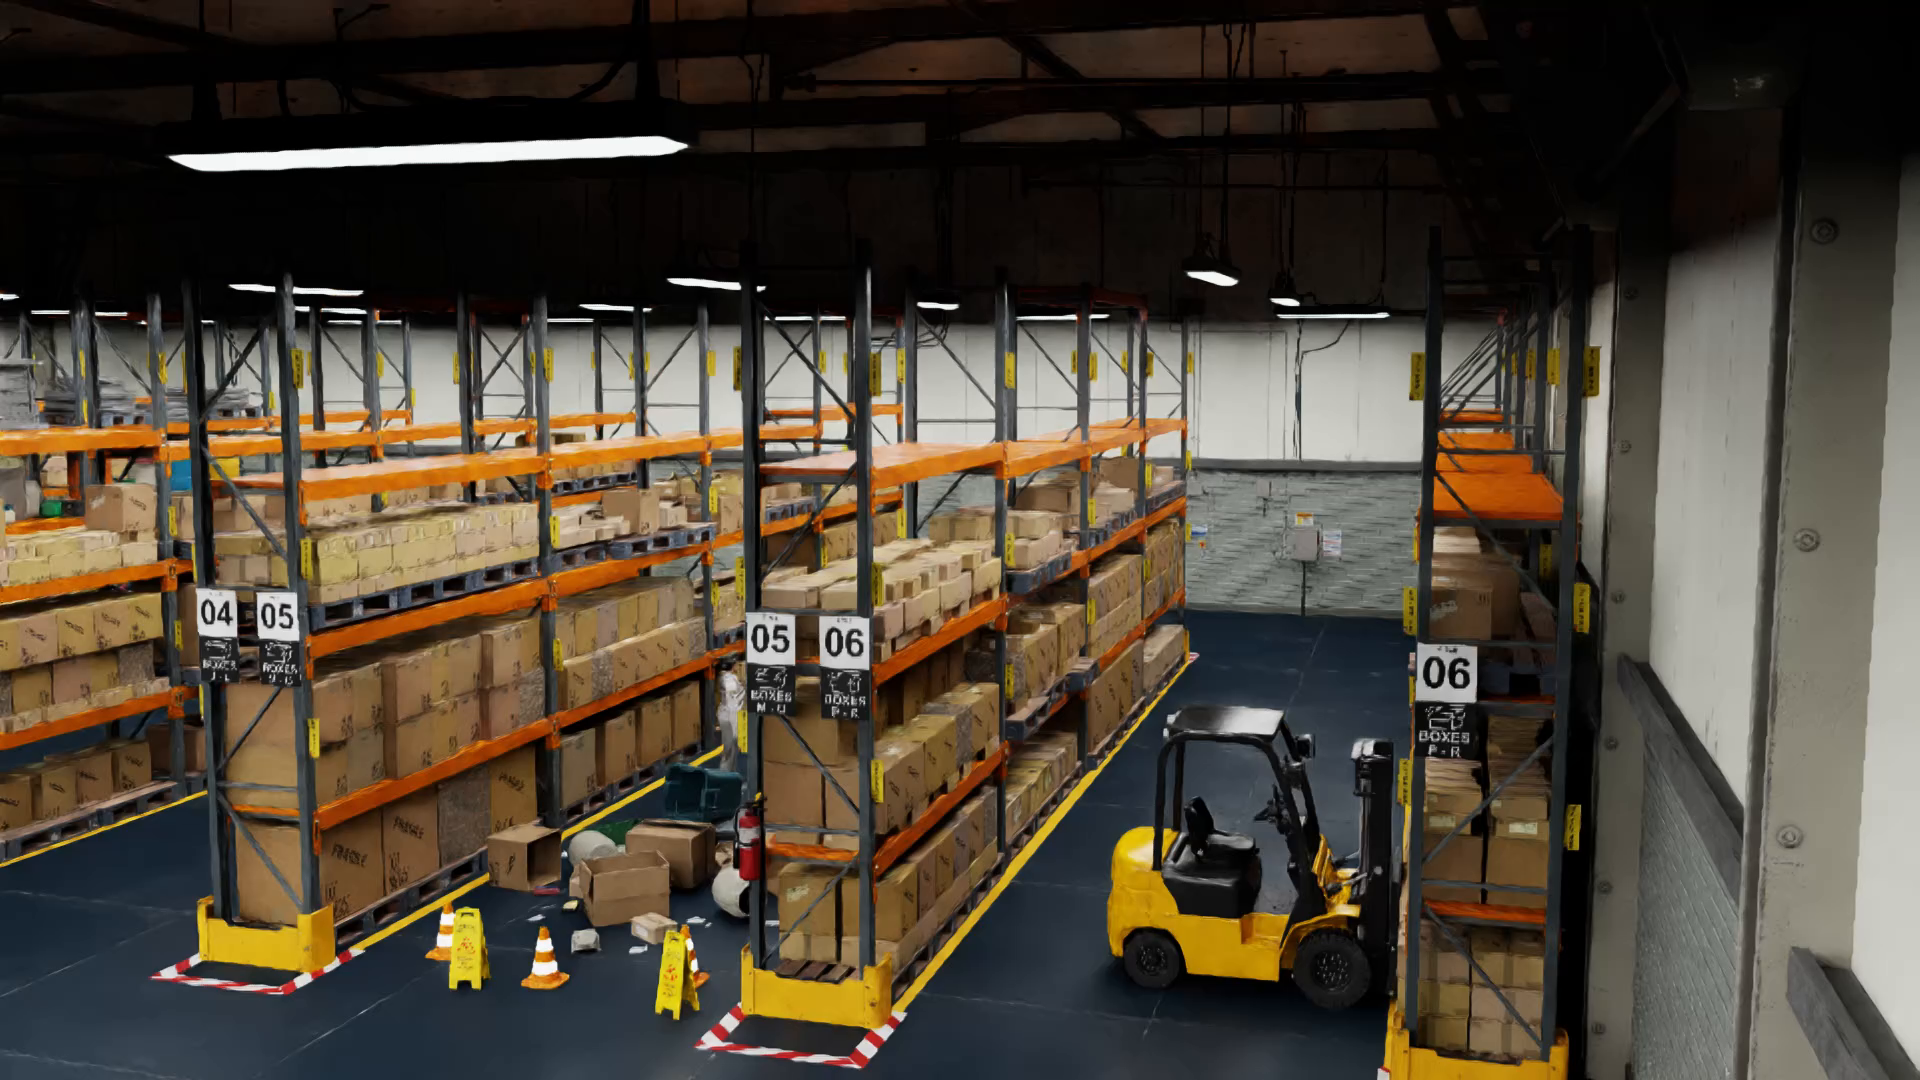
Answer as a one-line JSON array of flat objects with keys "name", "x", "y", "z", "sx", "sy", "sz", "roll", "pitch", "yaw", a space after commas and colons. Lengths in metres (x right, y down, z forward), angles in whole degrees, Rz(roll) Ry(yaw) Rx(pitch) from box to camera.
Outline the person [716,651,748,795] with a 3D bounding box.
[{"name": "person", "x": -2.662, "y": 2.139, "z": 19.529, "sx": 0.409, "sy": 1.677, "sz": 0.532, "roll": -2, "pitch": 7, "yaw": -16}]
